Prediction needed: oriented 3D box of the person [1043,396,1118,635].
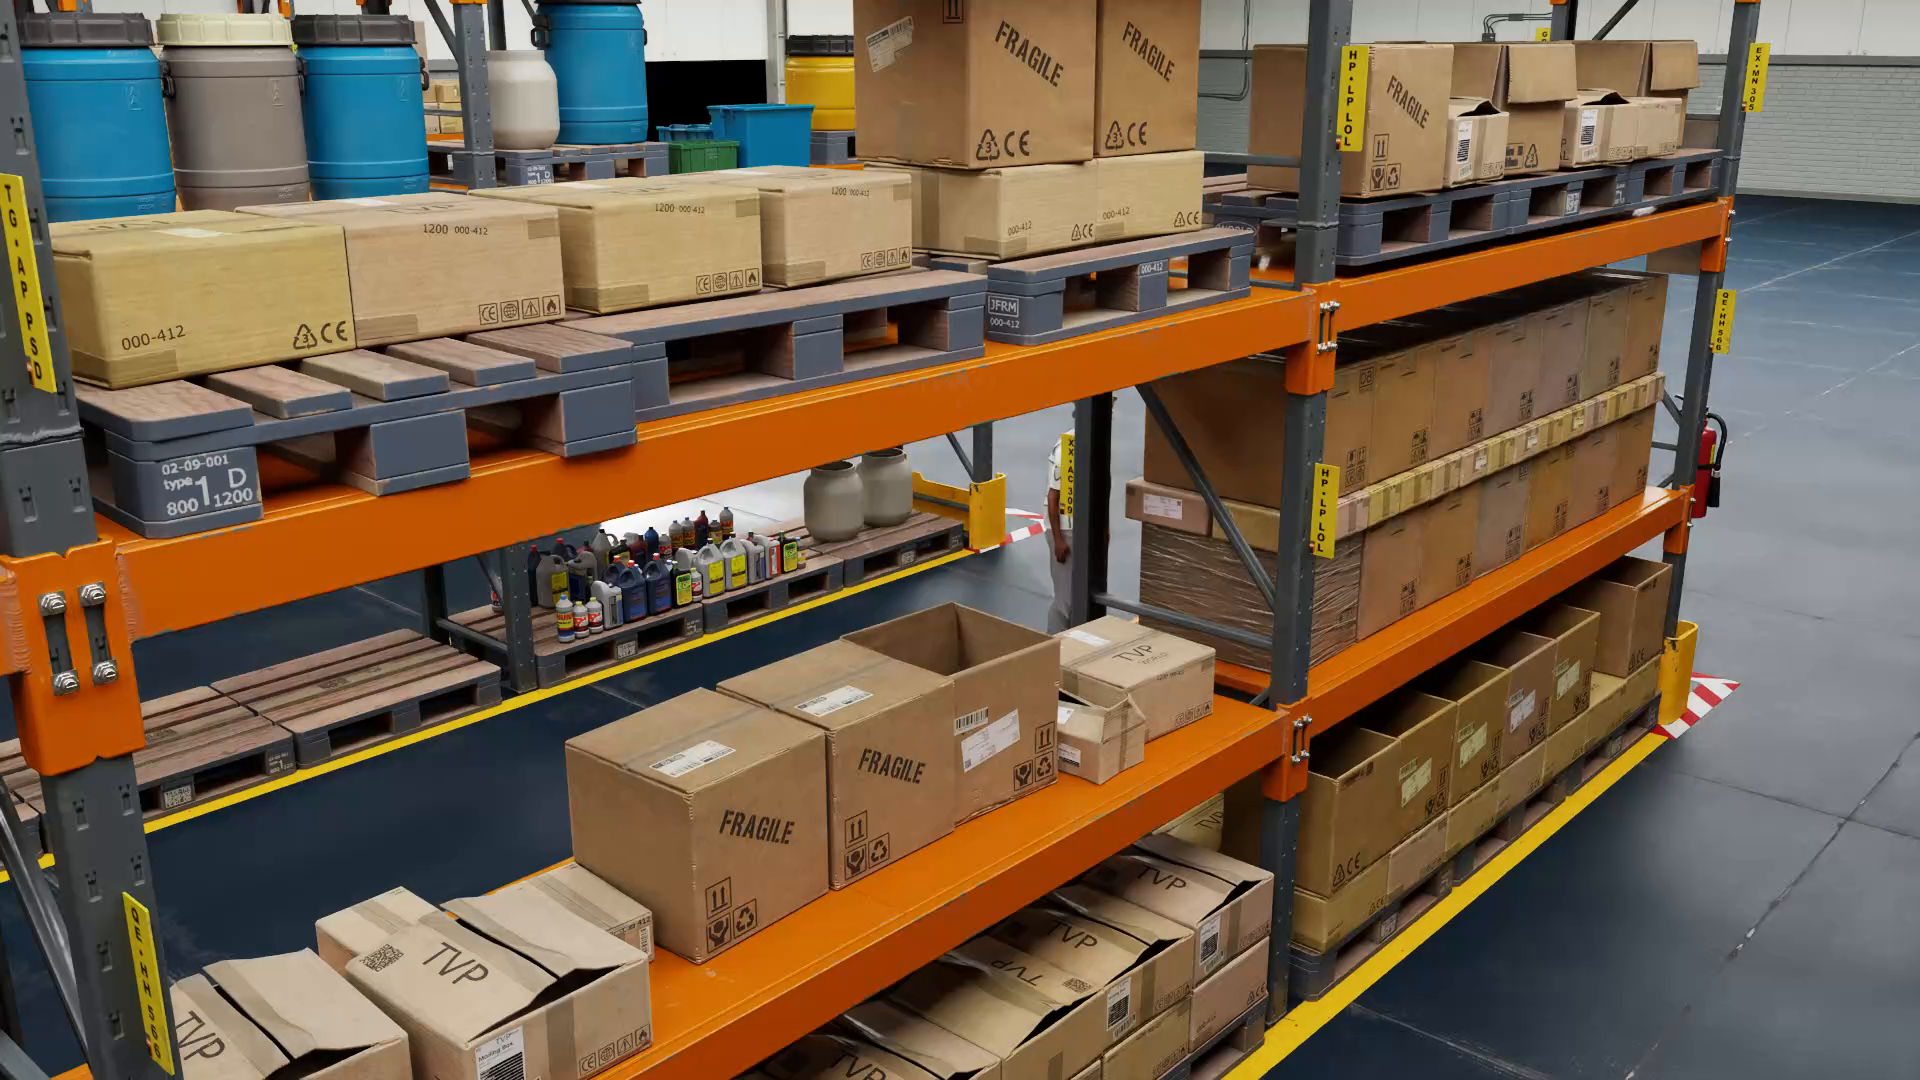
[{"bbox_3d":[0.697,-0.043,9.689,0.396,1.656,0.503,14,22,39],"label":"person"}]
